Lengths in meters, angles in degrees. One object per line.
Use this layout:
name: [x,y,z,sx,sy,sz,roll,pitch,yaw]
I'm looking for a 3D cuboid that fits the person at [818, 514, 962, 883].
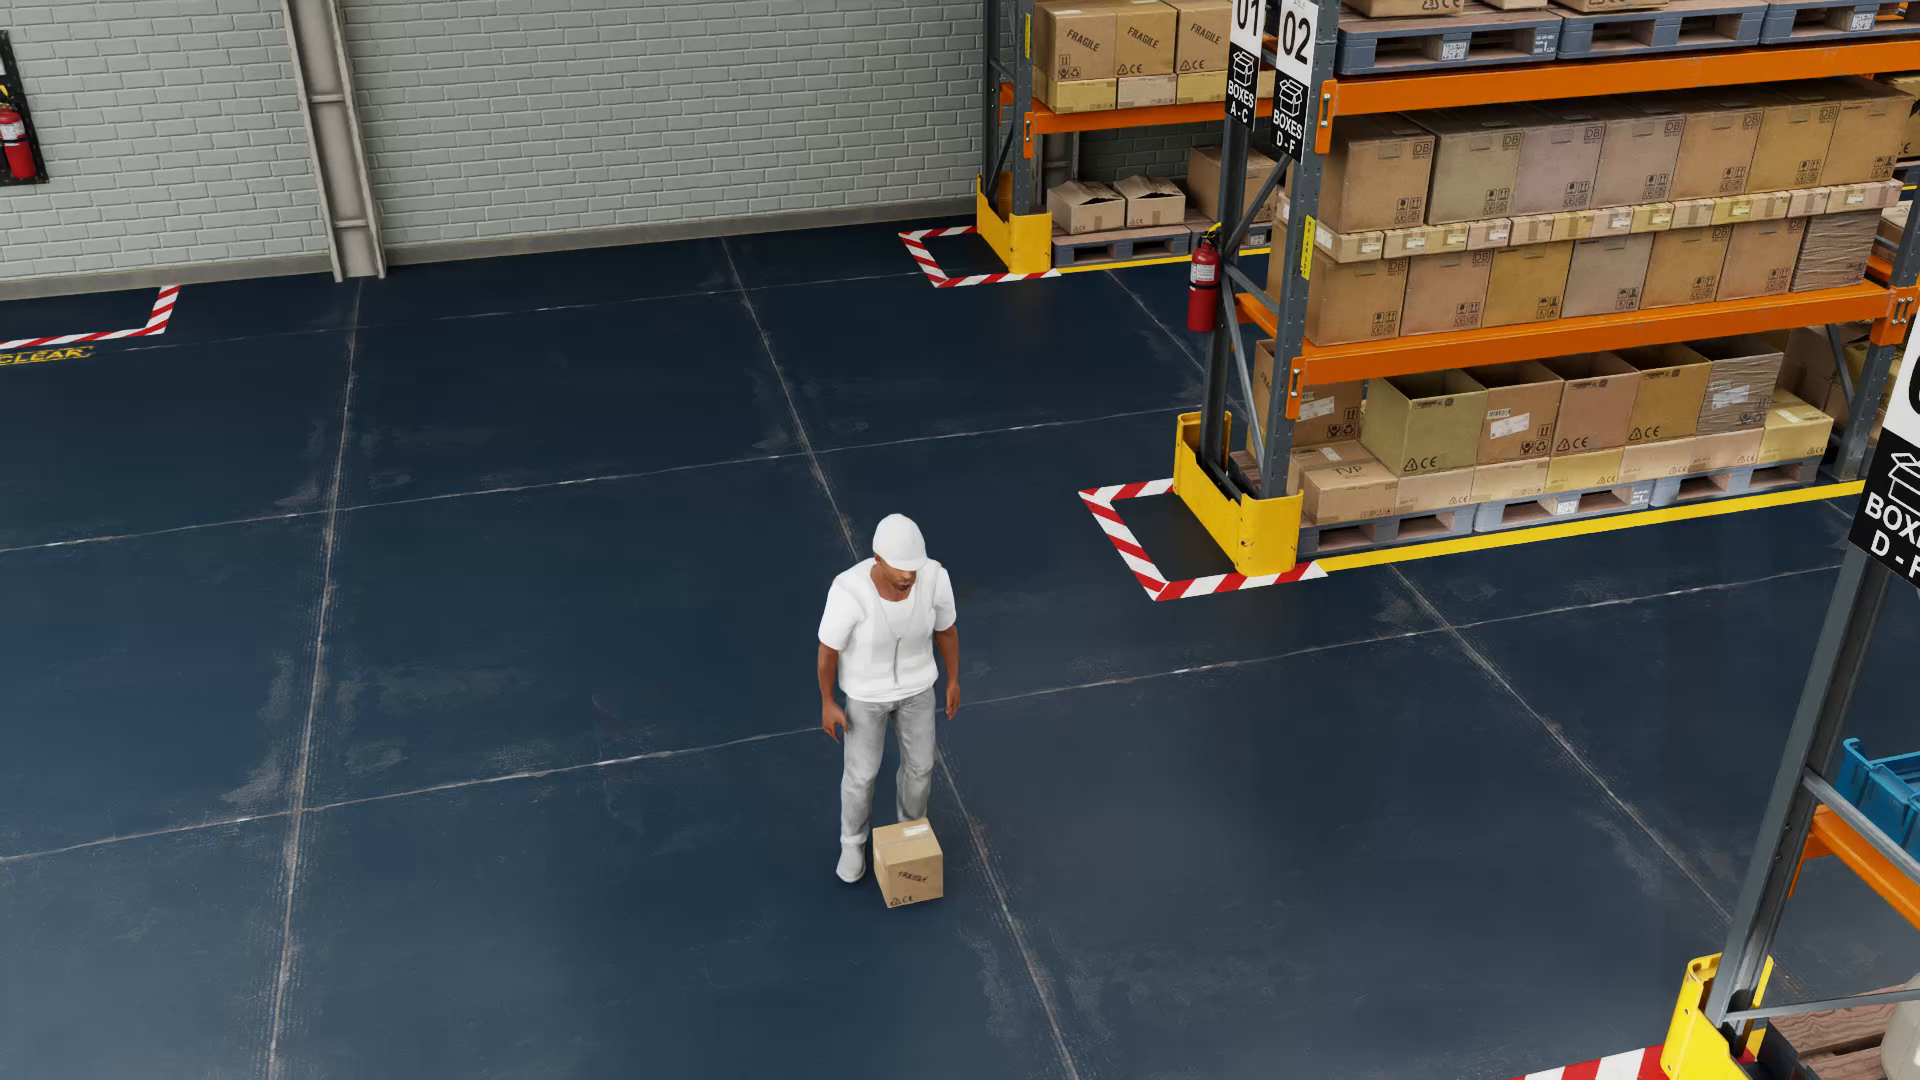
person: [-0.290,0.650,7.101,0.633,1.759,0.462,-10,31,-16]
